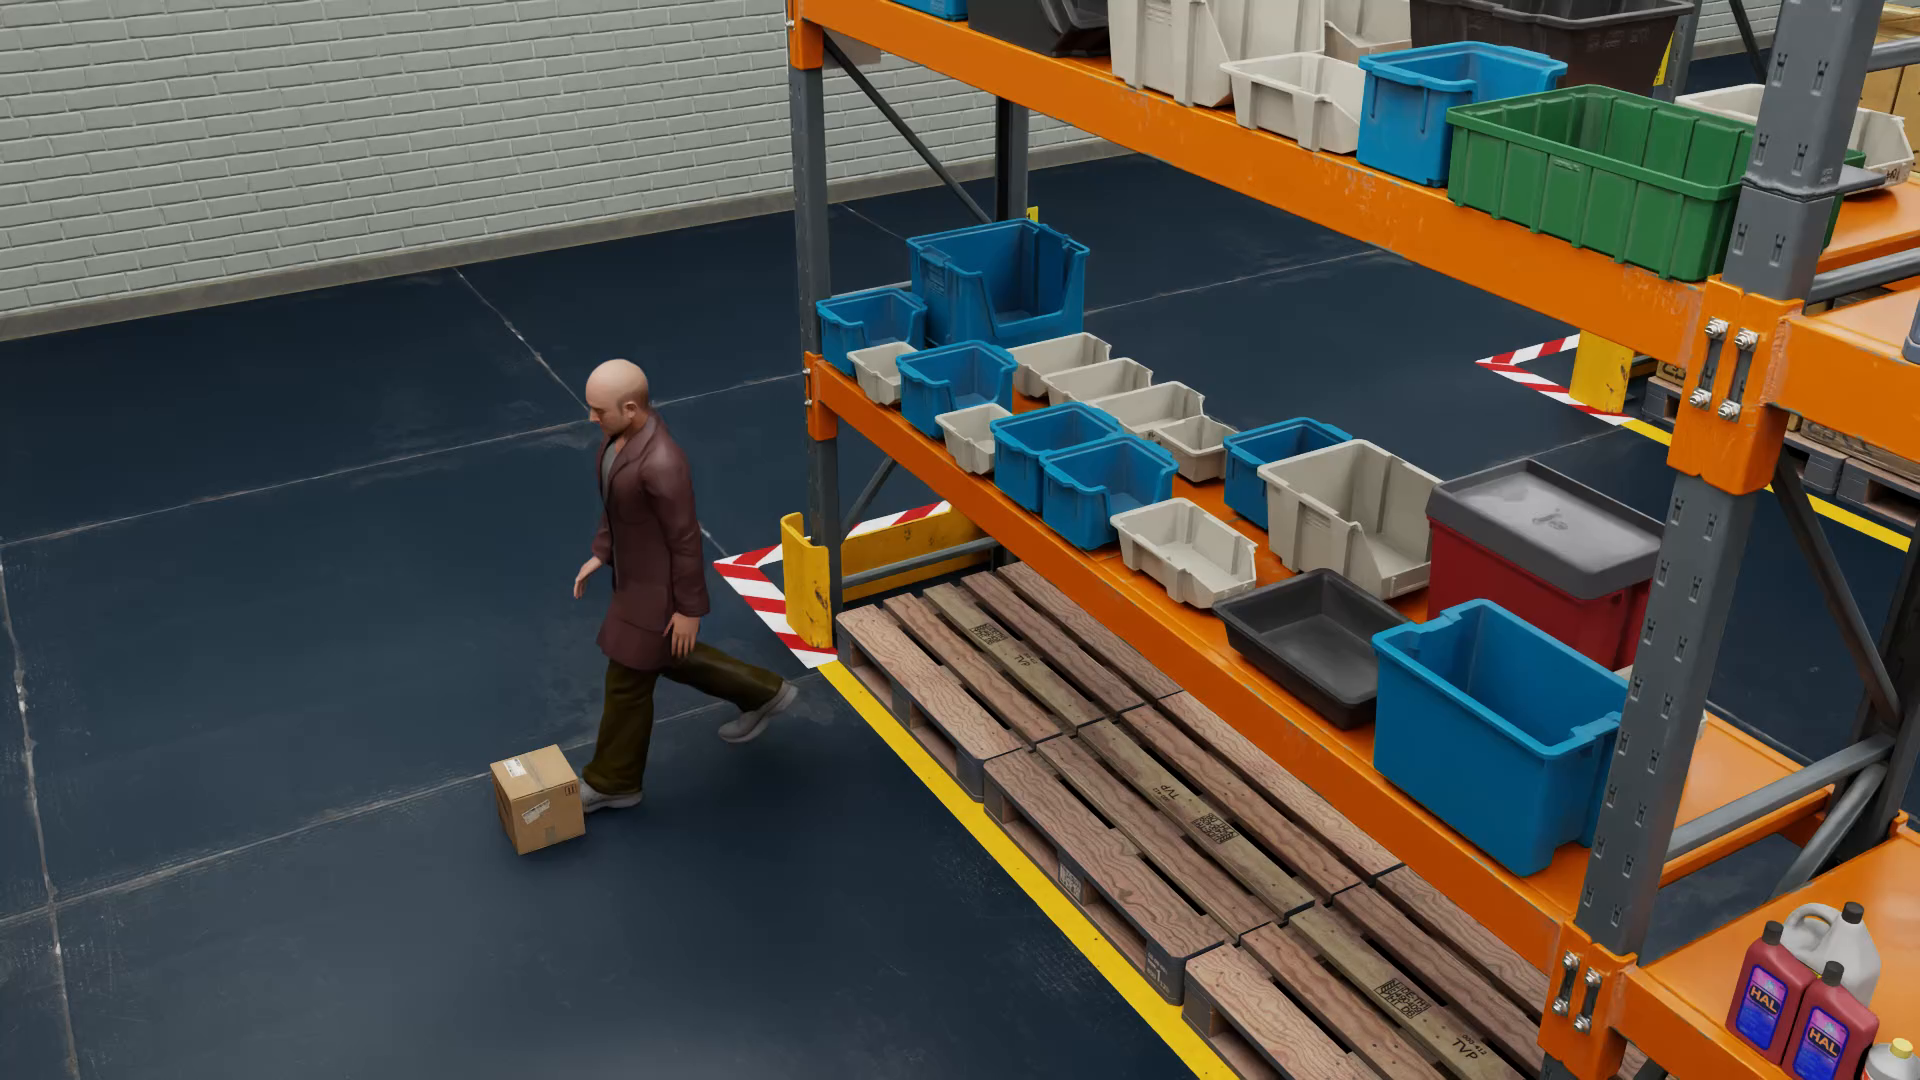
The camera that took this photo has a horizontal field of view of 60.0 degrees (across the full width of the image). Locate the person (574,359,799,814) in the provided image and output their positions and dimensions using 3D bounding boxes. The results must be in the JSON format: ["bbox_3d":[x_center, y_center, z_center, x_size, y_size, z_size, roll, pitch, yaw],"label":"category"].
[{"bbox_3d":[-1.085,0.152,5.940,1.011,1.748,0.576,-9,30,-16],"label":"person"}]
